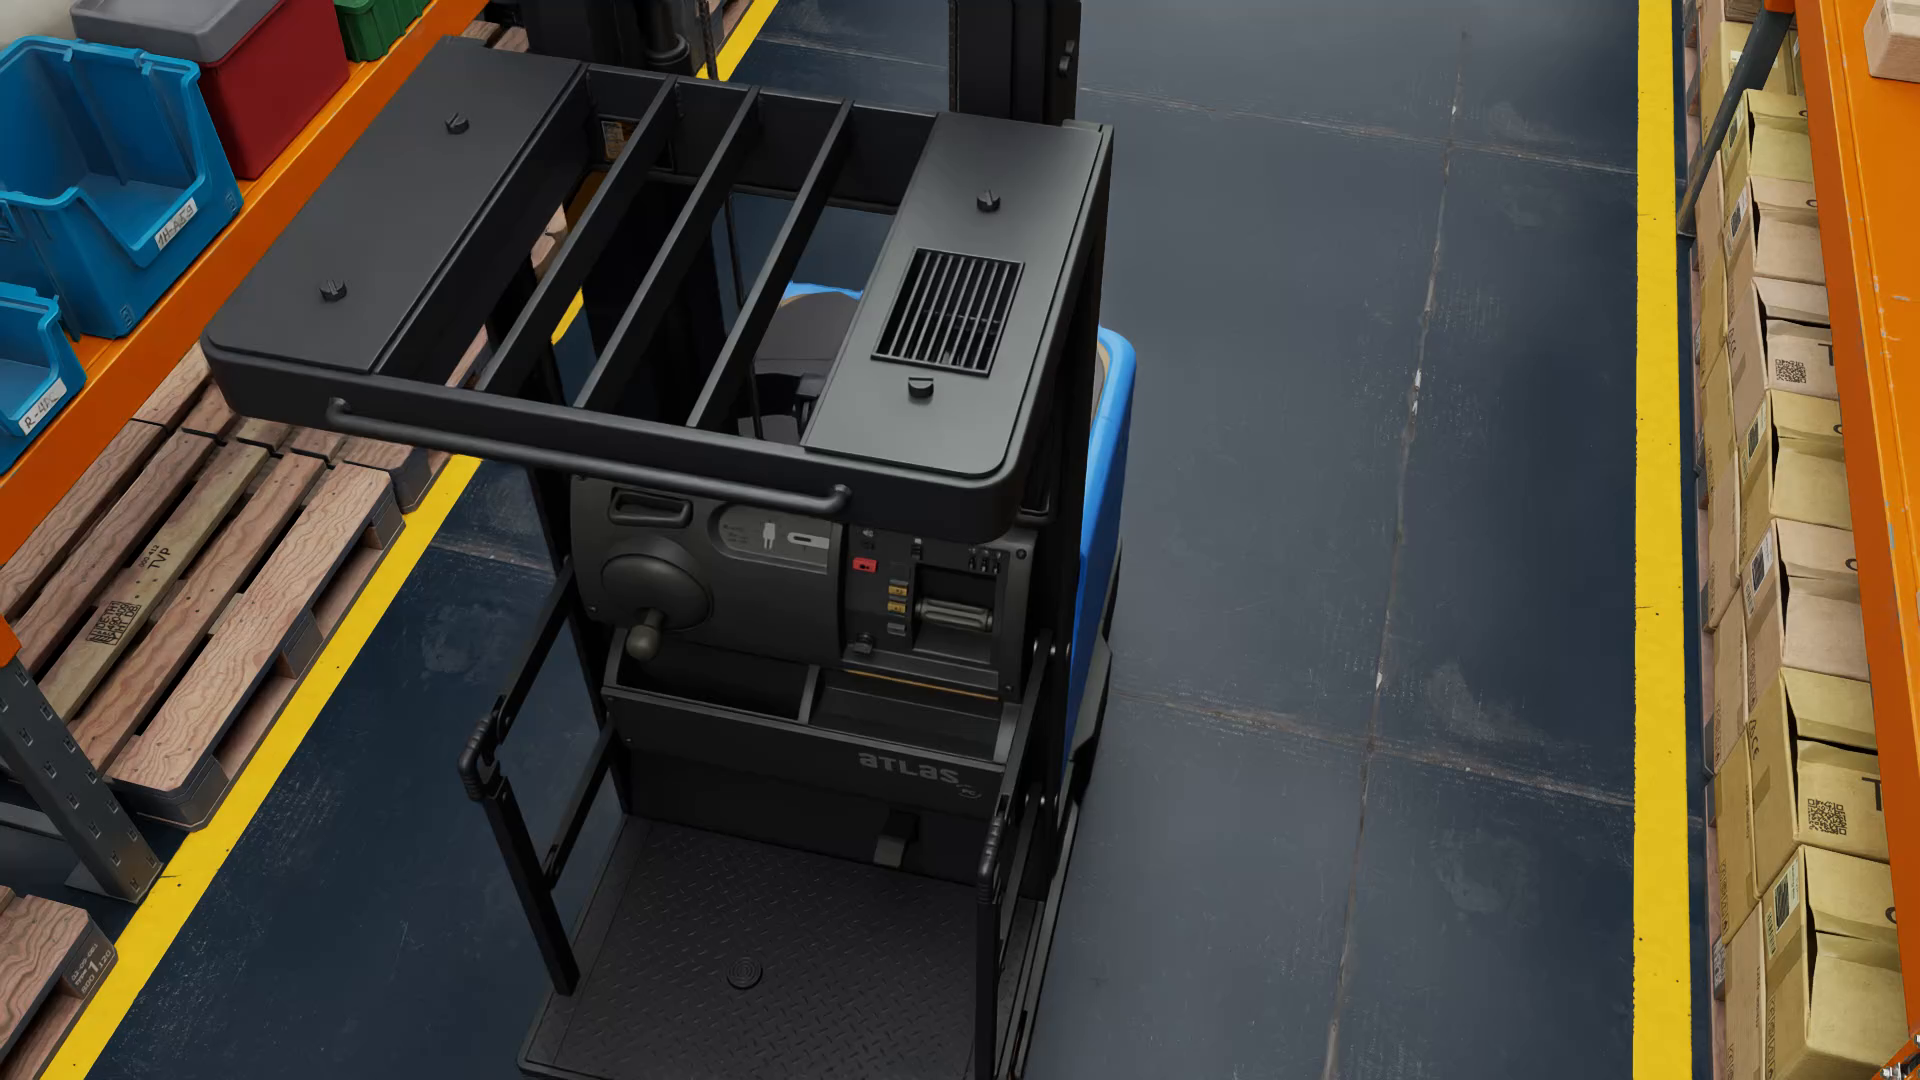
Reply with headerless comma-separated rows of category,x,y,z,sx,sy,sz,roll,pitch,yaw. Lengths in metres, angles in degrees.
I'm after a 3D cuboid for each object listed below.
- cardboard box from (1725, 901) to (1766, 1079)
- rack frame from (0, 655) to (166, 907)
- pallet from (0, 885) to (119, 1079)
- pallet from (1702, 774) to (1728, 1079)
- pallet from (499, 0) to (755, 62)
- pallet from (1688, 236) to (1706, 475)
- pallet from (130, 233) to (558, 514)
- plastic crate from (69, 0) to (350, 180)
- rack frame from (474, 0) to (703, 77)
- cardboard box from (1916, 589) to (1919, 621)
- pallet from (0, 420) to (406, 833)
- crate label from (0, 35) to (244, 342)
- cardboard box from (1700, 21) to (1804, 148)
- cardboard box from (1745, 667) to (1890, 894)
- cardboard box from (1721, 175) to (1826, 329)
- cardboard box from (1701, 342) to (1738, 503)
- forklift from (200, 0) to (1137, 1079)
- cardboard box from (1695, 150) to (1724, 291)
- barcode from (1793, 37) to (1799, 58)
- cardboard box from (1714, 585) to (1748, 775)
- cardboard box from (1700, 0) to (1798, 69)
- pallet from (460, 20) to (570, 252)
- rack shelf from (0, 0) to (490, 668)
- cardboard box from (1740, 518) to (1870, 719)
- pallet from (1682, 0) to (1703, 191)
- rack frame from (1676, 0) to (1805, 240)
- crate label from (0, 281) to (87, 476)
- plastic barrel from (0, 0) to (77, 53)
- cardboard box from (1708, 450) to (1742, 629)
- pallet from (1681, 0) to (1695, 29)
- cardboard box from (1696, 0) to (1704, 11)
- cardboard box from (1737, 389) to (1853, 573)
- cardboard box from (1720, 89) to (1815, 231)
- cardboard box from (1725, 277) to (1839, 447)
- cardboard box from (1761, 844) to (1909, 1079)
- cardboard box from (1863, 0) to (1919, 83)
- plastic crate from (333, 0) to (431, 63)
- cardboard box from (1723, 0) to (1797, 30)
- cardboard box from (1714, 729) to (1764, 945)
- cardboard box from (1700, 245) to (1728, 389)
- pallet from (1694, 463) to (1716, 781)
cardboard box,2.044,1.154,3.785,0.500,0.250,0.500,13,50,11
rack frame,-2.637,-0.168,3.398,1.000,3.000,0.127,12,50,10
pallet,-2.804,1.333,3.933,1.003,0.211,1.213,12,50,10
pallet,2.395,1.147,4.097,1.003,0.211,1.213,12,50,10
pallet,-1.367,-2.616,7.418,1.003,0.211,1.213,12,50,10
pallet,3.038,-0.618,5.655,1.003,0.211,1.213,12,50,10
pallet,-2.072,-0.678,5.707,1.003,0.211,1.213,12,50,10
plastic crate,-1.916,-1.298,4.352,0.402,0.464,0.583,12,50,10
rack frame,-1.584,-3.061,5.951,1.000,3.000,0.127,12,50,10
cardboard box,2.111,0.190,3.249,0.380,0.149,0.250,12,50,10
pallet,-2.395,0.202,4.931,1.003,0.211,1.213,12,50,10
crate label,-2.114,-0.845,3.972,0.502,0.435,0.616,12,50,10
cardboard box,3.105,-1.689,6.294,0.500,0.250,0.500,12,50,10
cardboard box,2.172,0.593,3.906,0.500,0.311,0.500,11,49,9
cardboard box,2.708,-0.885,5.210,0.500,0.311,0.500,11,49,10
cardboard box,2.579,-0.323,5.088,0.500,0.250,0.500,10,49,9
forklift,-0.366,0.193,3.125,1.130,2.935,3.031,10,49,9
cardboard box,2.849,-1.068,5.745,0.500,0.250,0.500,10,49,9
barcode,2.725,-1.615,5.408,0.001,0.075,0.075,12,50,10
cardboard box,2.312,0.418,4.435,0.500,0.250,0.500,13,50,11
cardboard box,3.246,-2.049,6.611,0.500,0.250,0.500,12,50,10
pallet,-1.753,-1.563,6.489,1.003,0.211,1.213,12,50,10
rack shelf,-2.110,-1.377,4.944,1.077,0.370,4.000,12,50,10
cardboard box,2.307,0.228,4.228,0.500,0.311,0.500,11,50,10
pallet,3.444,-1.726,6.632,1.003,0.211,1.213,12,50,10
rack frame,3.194,-2.081,5.086,1.000,3.000,0.127,12,50,10
crate label,-2.164,-0.344,3.664,0.303,0.233,0.416,12,50,10
plastic barrel,-2.461,-1.296,4.319,0.421,0.512,0.421,0,49,0
cardboard box,2.444,0.045,4.764,0.500,0.250,0.500,12,50,11
pallet,3.763,-2.611,7.413,1.003,0.211,1.213,12,50,10
cardboard box,3.364,-2.413,6.933,0.500,0.250,0.500,12,50,10
cardboard box,2.441,-0.134,4.547,0.500,0.311,0.500,13,50,11
cardboard box,2.845,-1.246,5.529,0.500,0.311,0.500,12,50,10
cardboard box,2.573,-0.511,4.880,0.500,0.311,0.500,10,49,9
cardboard box,2.041,0.970,3.573,0.500,0.311,0.500,13,50,11
cardboard box,2.763,-1.398,4.650,0.380,0.149,0.250,12,50,10
plastic crate,-1.770,-1.676,4.870,0.450,0.188,0.662,12,50,10
cardboard box,3.248,-2.296,6.330,0.500,0.500,0.500,12,50,10
cardboard box,2.176,0.781,4.114,0.500,0.250,0.500,11,49,10
cardboard box,2.713,-0.698,5.419,0.500,0.250,0.500,13,50,11
pallet,2.718,0.267,4.873,1.003,0.211,1.213,12,50,10
